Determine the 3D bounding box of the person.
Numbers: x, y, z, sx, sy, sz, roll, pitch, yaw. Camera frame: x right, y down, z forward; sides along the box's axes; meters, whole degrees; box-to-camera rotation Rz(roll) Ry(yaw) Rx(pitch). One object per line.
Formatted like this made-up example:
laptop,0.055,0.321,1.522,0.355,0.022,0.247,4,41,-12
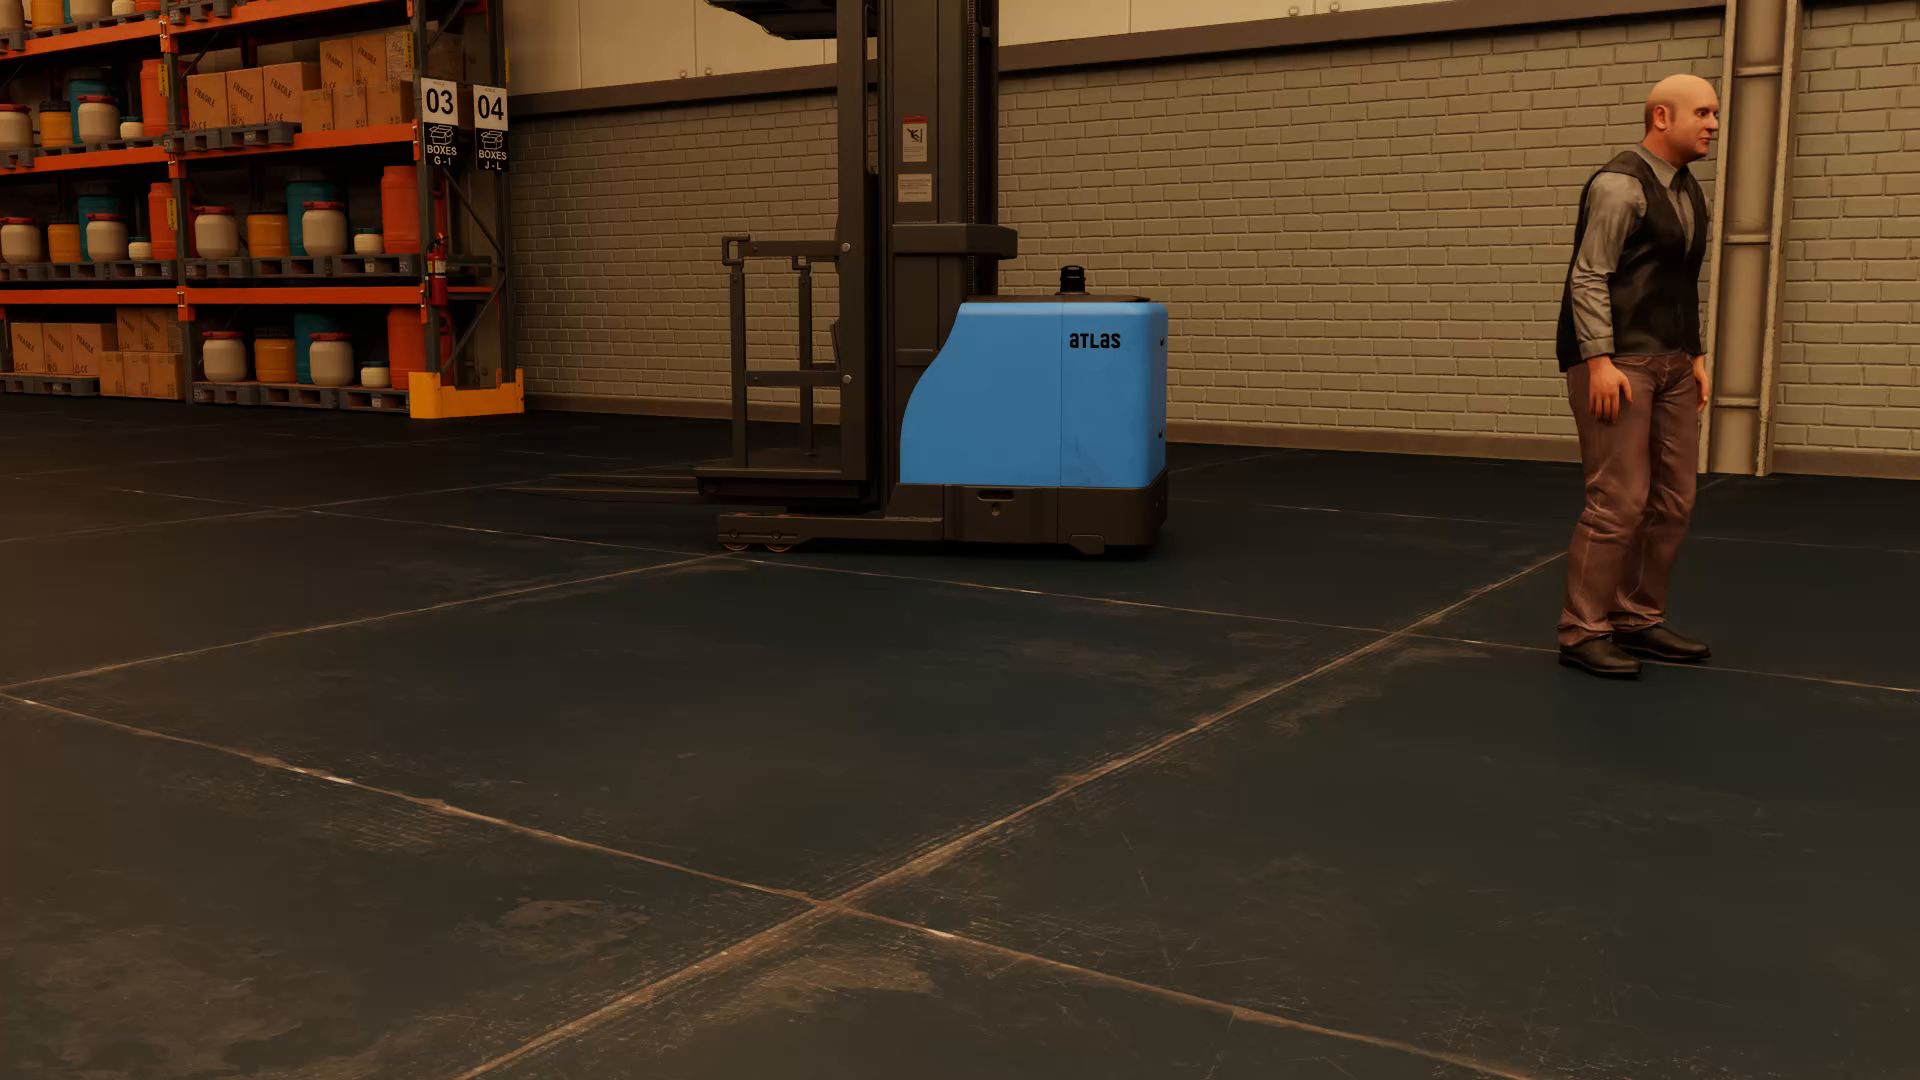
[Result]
person,2.006,-0.489,4.941,0.581,1.719,0.413,-6,10,-36

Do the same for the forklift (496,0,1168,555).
forklift,-0.596,-1.469,7.520,3.031,2.935,1.130,2,8,12
